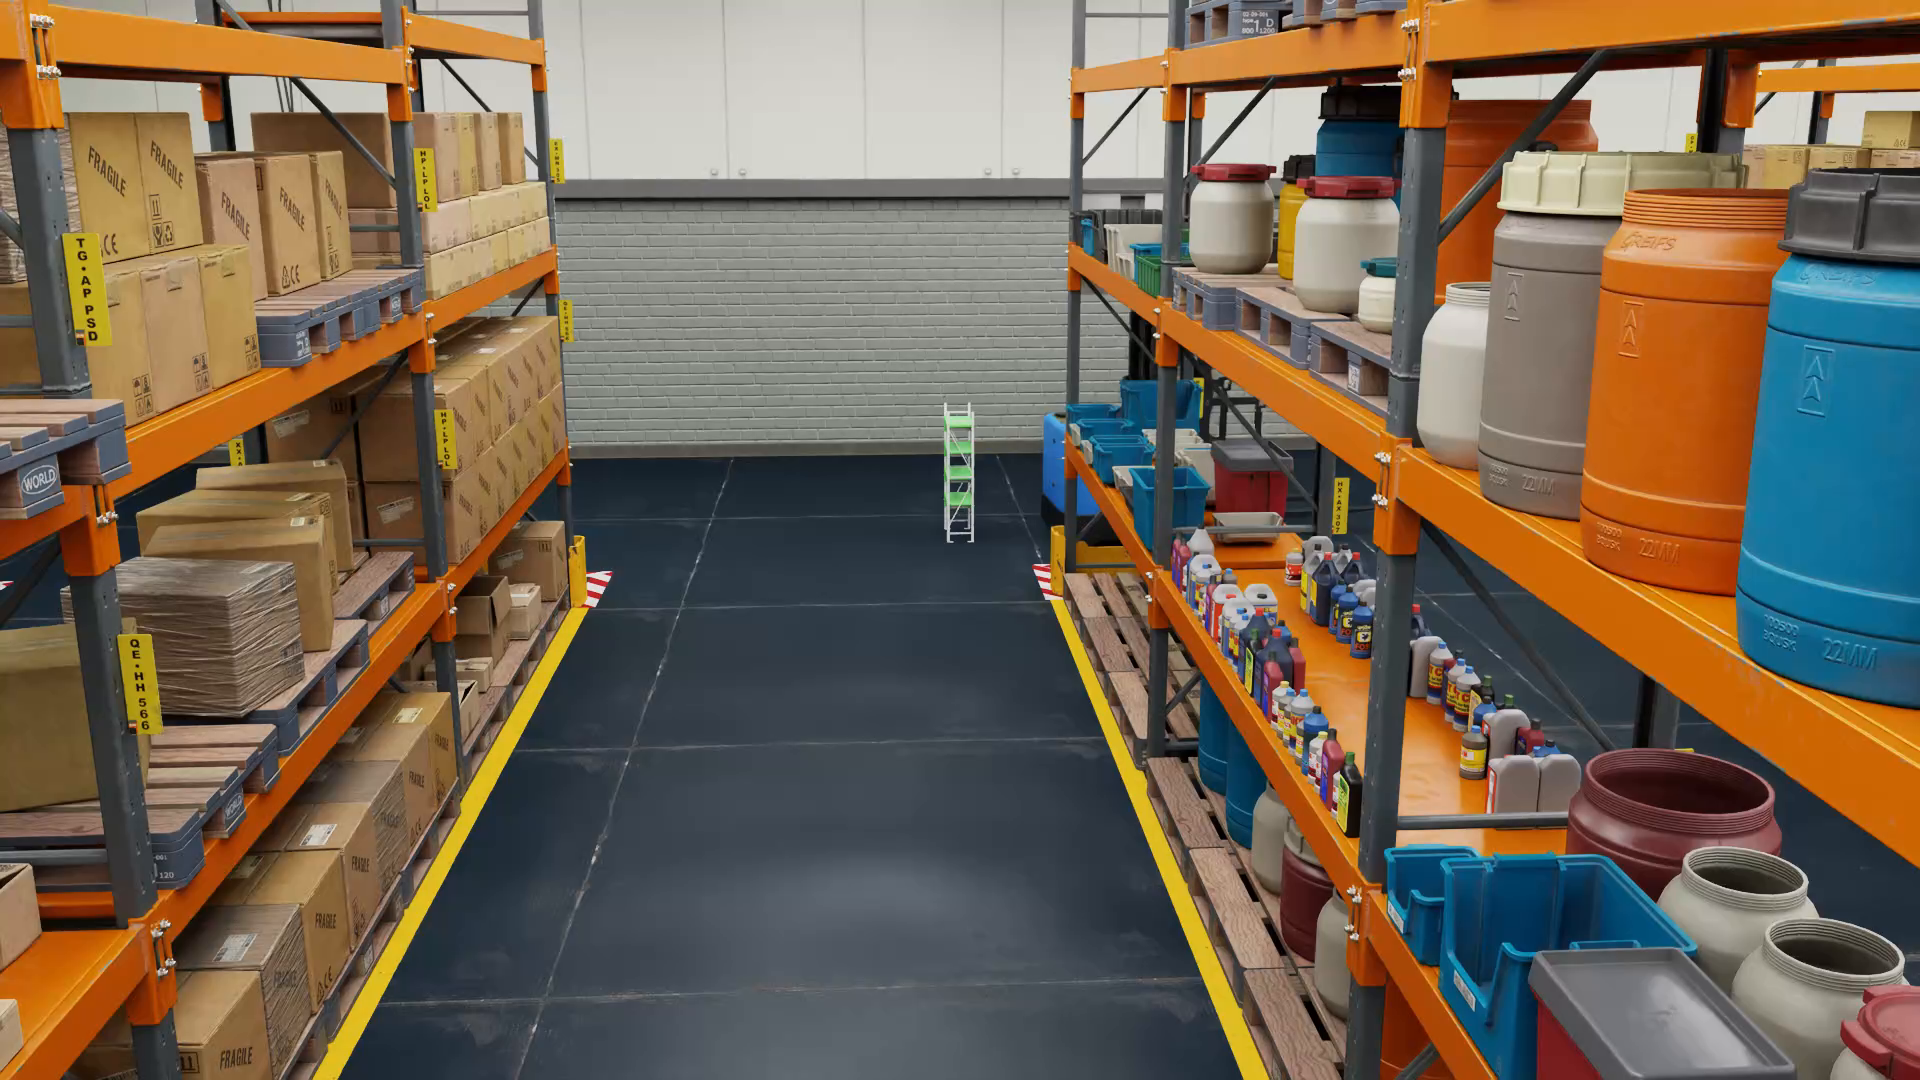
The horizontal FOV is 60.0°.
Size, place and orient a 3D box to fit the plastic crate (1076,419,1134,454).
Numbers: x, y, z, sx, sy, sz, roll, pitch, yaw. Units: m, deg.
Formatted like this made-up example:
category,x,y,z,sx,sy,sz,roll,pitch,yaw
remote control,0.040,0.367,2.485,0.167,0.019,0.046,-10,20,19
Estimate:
category,x,y,z,sx,sy,sz,roll,pitch,yaw
plastic crate,1.080,-0.763,12.412,0.416,0.233,0.300,-1,14,-3

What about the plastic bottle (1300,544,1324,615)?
category,x,y,z,sx,sy,sz,roll,pitch,yaw
plastic bottle,1.840,0.199,8.556,0.144,0.351,0.185,-1,14,-3

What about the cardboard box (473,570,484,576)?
category,x,y,z,sx,sy,sz,roll,pitch,yaw
cardboard box,-3.810,0.413,12.262,0.500,0.250,0.500,-1,14,-3

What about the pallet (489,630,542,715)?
category,x,y,z,sx,sy,sz,roll,pitch,yaw
pallet,-3.464,0.901,11.327,1.003,0.211,1.213,-1,14,-3

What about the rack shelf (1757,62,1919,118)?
category,x,y,z,sx,sy,sz,roll,pitch,yaw
rack shelf,6.420,-2.988,11.049,1.077,0.370,4.000,-1,14,-3

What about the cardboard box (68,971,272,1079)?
category,x,y,z,sx,sy,sz,roll,pitch,yaw
cardboard box,-2.839,1.900,5.981,0.500,0.500,0.500,0,14,-1

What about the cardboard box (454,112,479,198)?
category,x,y,z,sx,sy,sz,roll,pitch,yaw
cardboard box,-3.339,-2.332,10.065,0.700,0.500,0.500,-1,14,-3

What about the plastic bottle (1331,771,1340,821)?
category,x,y,z,sx,sy,sz,roll,pitch,yaw
plastic bottle,1.408,0.917,6.064,0.097,0.201,0.097,0,14,0

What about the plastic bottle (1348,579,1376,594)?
category,x,y,z,sx,sy,sz,roll,pitch,yaw
plastic bottle,2.001,0.319,8.240,0.152,0.276,0.135,-1,14,-3

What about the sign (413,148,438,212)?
category,x,y,z,sx,sy,sz,roll,pitch,yaw
sign,-2.790,-1.878,8.683,0.100,0.325,0.005,-1,14,-3

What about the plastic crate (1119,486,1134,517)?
category,x,y,z,sx,sy,sz,roll,pitch,yaw
plastic crate,1.263,-0.221,10.520,0.437,0.125,0.590,-1,14,-3

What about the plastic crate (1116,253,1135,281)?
category,x,y,z,sx,sy,sz,roll,pitch,yaw
plastic crate,1.141,-1.686,10.293,0.293,0.136,0.466,-1,14,-3

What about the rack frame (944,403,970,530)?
category,x,y,z,sx,sy,sz,roll,pitch,yaw
rack frame,-0.025,-0.683,15.496,0.240,1.200,0.015,-1,14,-3

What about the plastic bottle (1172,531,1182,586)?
category,x,y,z,sx,sy,sz,roll,pitch,yaw
plastic bottle,1.197,0.104,9.062,0.061,0.283,0.133,-1,14,-3

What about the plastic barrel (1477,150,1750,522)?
category,x,y,z,sx,sy,sz,roll,pitch,yaw
plastic barrel,1.682,-0.544,4.318,0.600,0.901,0.600,0,14,0

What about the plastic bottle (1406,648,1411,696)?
category,x,y,z,sx,sy,sz,roll,pitch,yaw
plastic bottle,1.908,0.507,7.360,0.144,0.351,0.185,-1,14,-3

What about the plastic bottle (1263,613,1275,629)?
category,x,y,z,sx,sy,sz,roll,pitch,yaw
plastic bottle,1.444,0.448,7.888,0.097,0.201,0.097,0,14,0

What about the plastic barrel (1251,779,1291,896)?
category,x,y,z,sx,sy,sz,roll,pitch,yaw
plastic barrel,1.606,1.404,7.922,0.421,0.512,0.421,0,14,0

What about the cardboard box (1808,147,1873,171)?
category,x,y,z,sx,sy,sz,roll,pitch,yaw
cardboard box,6.376,-2.477,11.592,0.700,0.500,0.500,-2,15,-7

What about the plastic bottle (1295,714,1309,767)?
category,x,y,z,sx,sy,sz,roll,pitch,yaw
plastic bottle,1.376,0.787,6.569,0.097,0.201,0.097,0,14,0

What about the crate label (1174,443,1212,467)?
category,x,y,z,sx,sy,sz,roll,pitch,yaw
crate label,1.629,-0.606,11.993,0.396,0.136,0.243,-1,14,-3

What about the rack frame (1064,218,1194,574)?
category,x,y,z,sx,sy,sz,roll,pitch,yaw
rack frame,1.352,-1.045,13.293,1.000,3.000,0.127,-1,14,-3

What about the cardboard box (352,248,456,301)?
category,x,y,z,sx,sy,sz,roll,pitch,yaw
cardboard box,-3.127,-1.480,9.263,0.500,0.250,0.500,-1,14,-3

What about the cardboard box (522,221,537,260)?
category,x,y,z,sx,sy,sz,roll,pitch,yaw
cardboard box,-3.277,-2.102,11.680,0.500,0.250,0.500,-1,14,-3

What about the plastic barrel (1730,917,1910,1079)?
category,x,y,z,sx,sy,sz,roll,pitch,yaw
plastic barrel,2.151,1.247,4.158,0.421,0.512,0.421,0,14,0

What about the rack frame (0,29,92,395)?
category,x,y,z,sx,sy,sz,roll,pitch,yaw
rack frame,-3.096,-1.886,4.520,1.000,3.000,0.127,-1,14,-3

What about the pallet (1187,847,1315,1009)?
category,x,y,z,sx,sy,sz,roll,pitch,yaw
pallet,1.685,1.796,7.844,1.003,0.211,1.213,-1,14,-3

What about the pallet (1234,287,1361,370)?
category,x,y,z,sx,sy,sz,roll,pitch,yaw
pallet,1.819,-0.936,7.229,1.003,0.211,1.213,-1,14,-3

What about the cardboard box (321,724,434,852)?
category,x,y,z,sx,sy,sz,roll,pitch,yaw
cardboard box,-3.005,1.264,8.452,0.500,0.500,0.500,-1,14,-3

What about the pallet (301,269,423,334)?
category,x,y,z,sx,sy,sz,roll,pitch,yaw
pallet,-3.374,-1.173,8.149,1.213,0.211,1.003,-1,14,-3

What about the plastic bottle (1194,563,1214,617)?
category,x,y,z,sx,sy,sz,roll,pitch,yaw
plastic bottle,1.251,0.253,8.505,0.097,0.271,0.097,0,14,0

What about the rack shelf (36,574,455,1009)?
category,x,y,z,sx,sy,sz,roll,pitch,yaw
rack shelf,-3.220,0.871,7.290,1.077,0.370,4.000,-1,14,-3

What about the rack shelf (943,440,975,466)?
category,x,y,z,sx,sy,sz,roll,pitch,yaw
rack shelf,-0.010,-0.793,15.217,0.258,0.148,0.480,-1,14,-3

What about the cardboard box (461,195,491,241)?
category,x,y,z,sx,sy,sz,roll,pitch,yaw
cardboard box,-3.178,-1.971,10.168,0.500,0.250,0.500,-1,14,-3

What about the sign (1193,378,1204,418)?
category,x,y,z,sx,sy,sz,roll,pitch,yaw
sign,1.900,-1.137,13.322,0.100,0.325,0.005,-1,14,-3

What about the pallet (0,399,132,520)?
category,x,y,z,sx,sy,sz,roll,pitch,yaw
pallet,-2.965,-0.174,4.266,1.213,0.211,1.003,0,14,-1

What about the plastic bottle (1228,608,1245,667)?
category,x,y,z,sx,sy,sz,roll,pitch,yaw
plastic bottle,1.300,0.450,7.740,0.097,0.271,0.097,0,14,0

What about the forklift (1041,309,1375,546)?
category,x,y,z,sx,sy,sz,roll,pitch,yaw
forklift,2.336,-1.518,15.269,3.031,2.935,1.130,-2,15,-9

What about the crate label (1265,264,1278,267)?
category,x,y,z,sx,sy,sz,roll,pitch,yaw
crate label,1.858,-1.502,9.576,0.293,0.136,0.466,-1,14,-3

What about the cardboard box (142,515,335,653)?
category,x,y,z,sx,sy,sz,roll,pitch,yaw
cardboard box,-3.173,0.212,7.365,0.700,0.500,0.500,-5,15,-18

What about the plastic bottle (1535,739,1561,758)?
category,x,y,z,sx,sy,sz,roll,pitch,yaw
plastic bottle,2.164,0.865,6.128,0.097,0.271,0.097,0,14,0

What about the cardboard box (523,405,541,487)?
category,x,y,z,sx,sy,sz,roll,pitch,yaw
cardboard box,-3.231,-0.658,11.587,0.500,0.500,0.500,-1,14,-3

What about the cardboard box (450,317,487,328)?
category,x,y,z,sx,sy,sz,roll,pitch,yaw
cardboard box,-3.828,-1.388,12.418,0.500,0.500,0.500,0,14,-2

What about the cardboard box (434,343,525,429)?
category,x,y,z,sx,sy,sz,roll,pitch,yaw
cardboard box,-3.189,-1.014,10.964,0.500,0.500,0.500,0,14,-2

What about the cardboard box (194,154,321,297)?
category,x,y,z,sx,sy,sz,roll,pitch,yaw
cardboard box,-3.322,-1.436,7.547,0.600,0.600,0.600,-1,14,-4

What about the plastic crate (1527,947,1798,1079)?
category,x,y,z,sx,sy,sz,roll,pitch,yaw
plastic crate,1.643,1.320,3.972,0.402,0.464,0.583,-1,14,-3

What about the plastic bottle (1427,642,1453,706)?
category,x,y,z,sx,sy,sz,roll,pitch,yaw
plastic bottle,2.092,0.577,7.244,0.097,0.271,0.097,0,14,0

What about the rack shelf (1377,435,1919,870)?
category,x,y,z,sx,sy,sz,roll,pitch,yaw
rack shelf,1.972,0.337,3.343,1.077,0.370,4.000,-1,14,-3

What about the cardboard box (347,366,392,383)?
category,x,y,z,sx,sy,sz,roll,pitch,yaw
cardboard box,-3.668,-0.757,9.965,0.500,0.500,0.500,-1,14,-5

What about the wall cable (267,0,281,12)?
category,x,y,z,sx,sy,sz,roll,pitch,yaw
wall cable,-5.829,-6.194,17.360,3.097,2.526,0.112,-1,14,-3

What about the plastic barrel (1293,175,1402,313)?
category,x,y,z,sx,sy,sz,roll,pitch,yaw
plastic barrel,1.588,-1.216,6.822,0.433,0.535,0.433,0,14,0

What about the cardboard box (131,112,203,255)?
category,x,y,z,sx,sy,sz,roll,pitch,yaw
cardboard box,-3.180,-1.328,6.164,0.500,0.500,0.500,-1,14,-3

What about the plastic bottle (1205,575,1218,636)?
category,x,y,z,sx,sy,sz,roll,pitch,yaw
plastic bottle,1.252,0.325,8.203,0.061,0.283,0.133,-1,14,-3

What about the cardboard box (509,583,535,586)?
category,x,y,z,sx,sy,sz,roll,pitch,yaw
cardboard box,-3.377,0.423,12.390,0.380,0.166,0.250,-1,14,-3

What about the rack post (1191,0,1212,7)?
category,x,y,z,sx,sy,sz,roll,pitch,yaw
rack post,1.621,-2.709,7.873,0.937,0.300,0.954,-1,14,-4

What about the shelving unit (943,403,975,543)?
category,x,y,z,sx,sy,sz,roll,pitch,yaw
shelving unit,-0.010,-0.622,15.260,0.258,1.200,0.503,-1,14,-3

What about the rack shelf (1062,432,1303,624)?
category,x,y,z,sx,sy,sz,roll,pitch,yaw
rack shelf,1.476,-0.200,11.450,1.077,0.370,4.000,-1,14,-3
